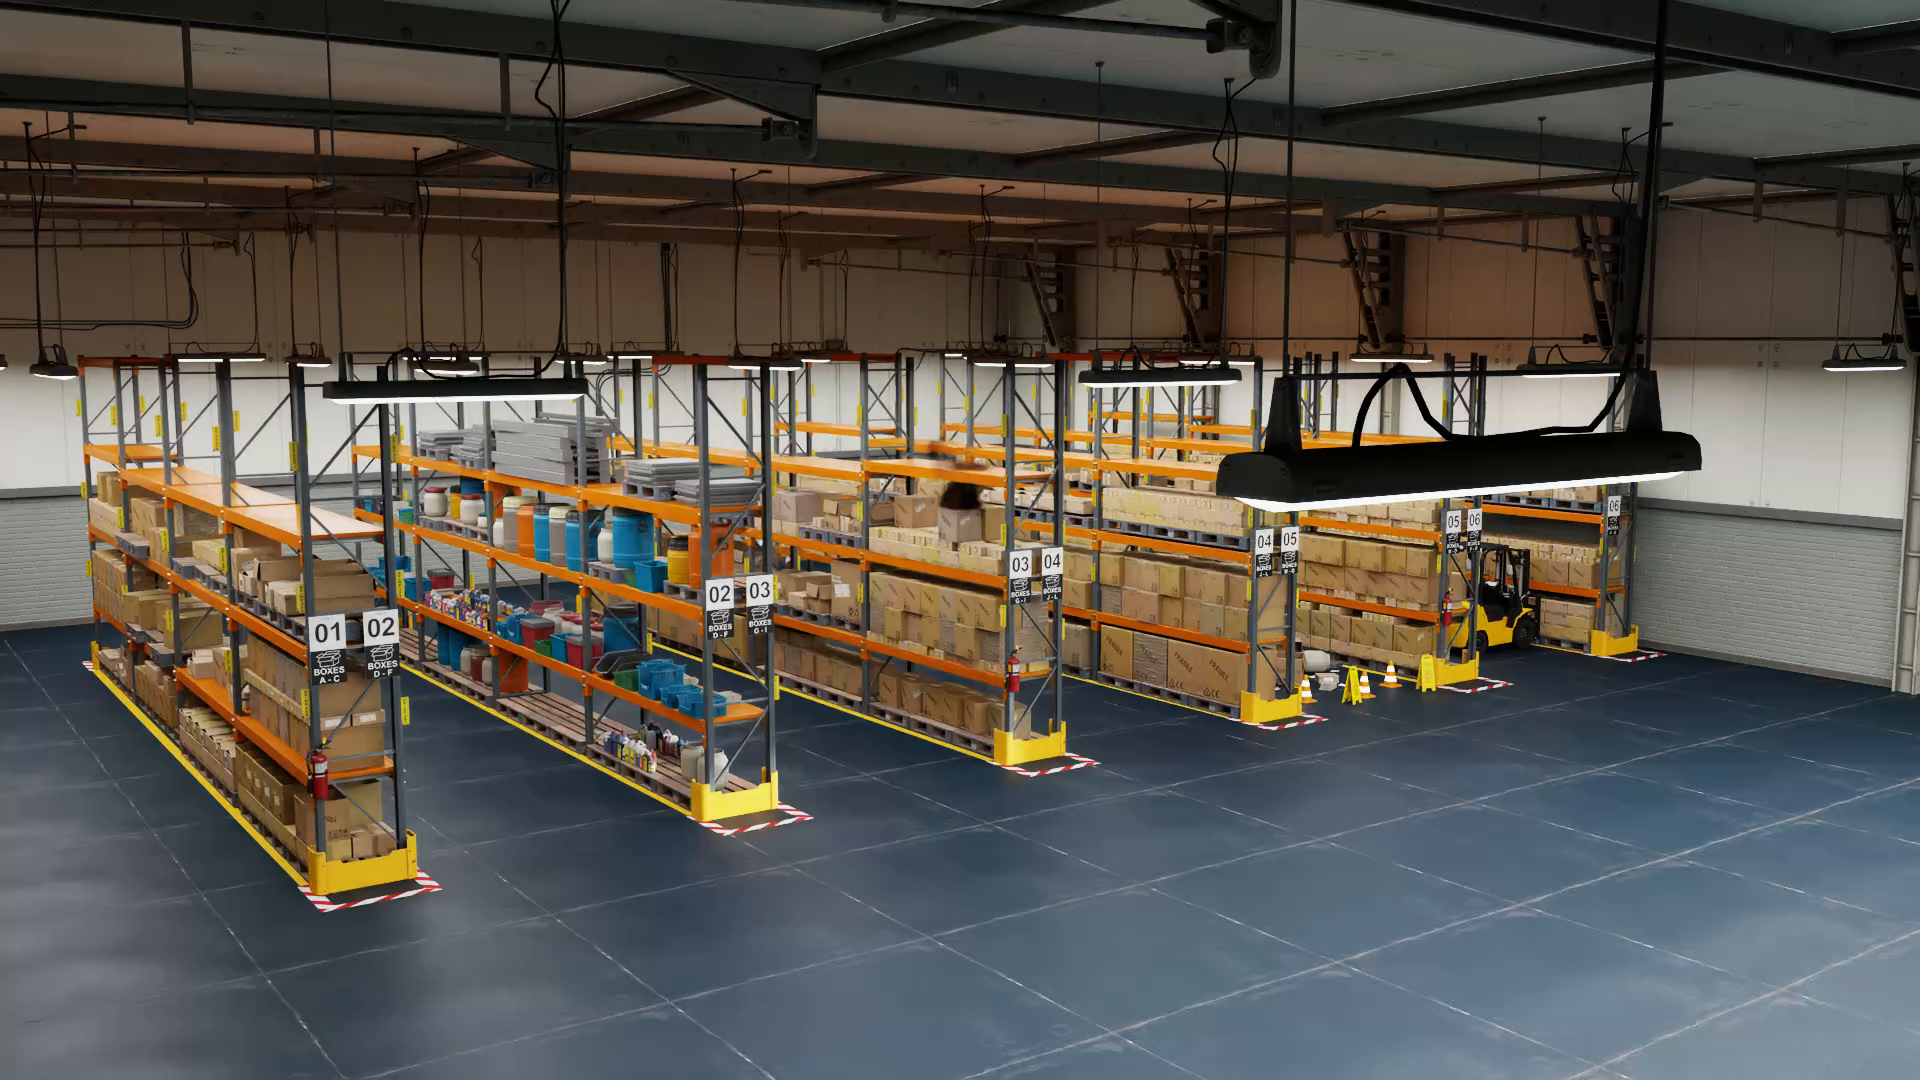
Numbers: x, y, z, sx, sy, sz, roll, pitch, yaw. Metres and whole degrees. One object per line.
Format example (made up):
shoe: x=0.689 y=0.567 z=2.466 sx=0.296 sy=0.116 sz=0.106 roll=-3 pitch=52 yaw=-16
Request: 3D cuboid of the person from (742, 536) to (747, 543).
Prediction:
person: x=-5.081 y=0.737 z=39.119 sx=0.727 sy=1.728 sz=0.642 roll=-3 pitch=7 yaw=-21

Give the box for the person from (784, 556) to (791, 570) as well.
person: x=-3.550 y=1.242 z=34.807 sx=0.591 sy=1.837 sz=0.805 roll=-6 pitch=9 yaw=-40

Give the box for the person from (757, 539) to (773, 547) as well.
person: x=-5.009 y=0.429 z=41.740 sx=0.659 sy=1.694 sz=0.736 roll=-1 pitch=7 yaw=-9
